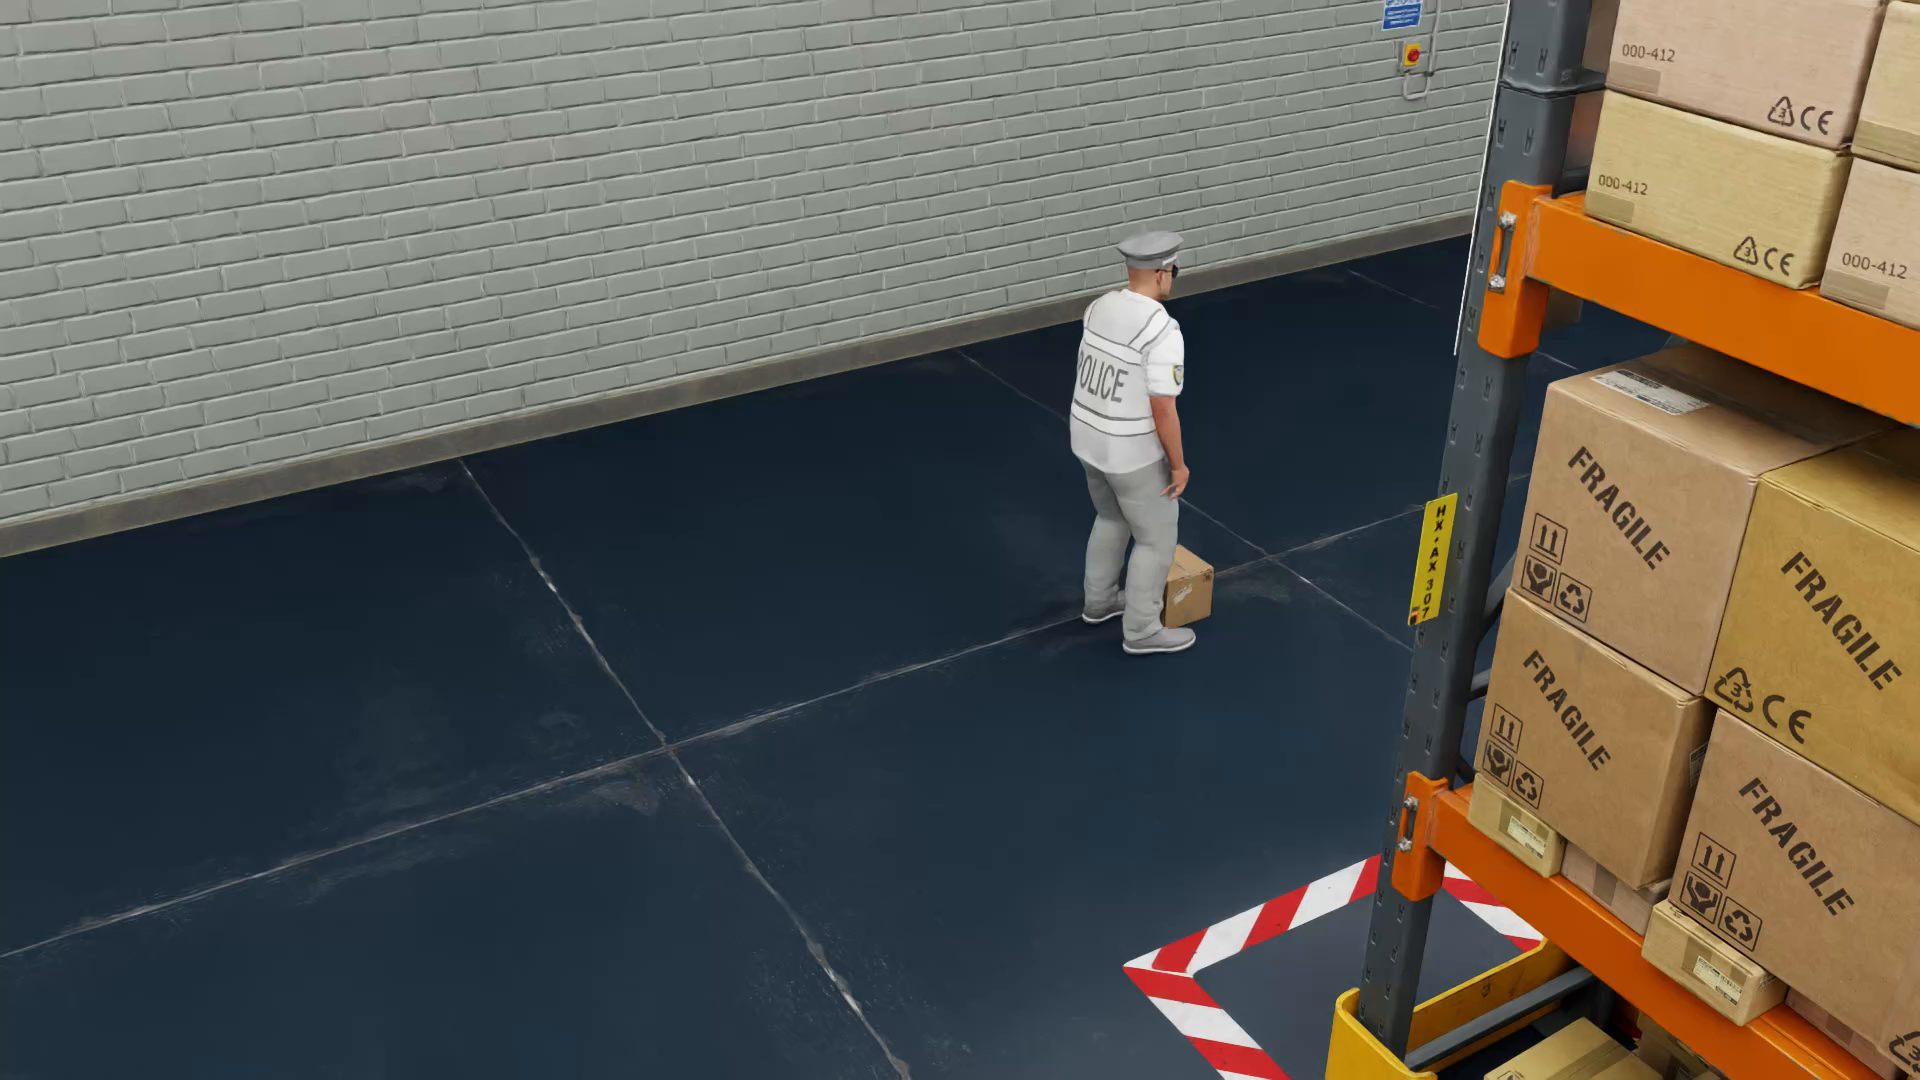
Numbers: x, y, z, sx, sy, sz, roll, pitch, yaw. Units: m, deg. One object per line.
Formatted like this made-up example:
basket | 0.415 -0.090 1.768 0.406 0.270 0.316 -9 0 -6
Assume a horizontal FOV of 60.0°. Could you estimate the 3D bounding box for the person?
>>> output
person | 0.695 -0.381 6.810 0.441 1.747 0.601 -18 34 -29
